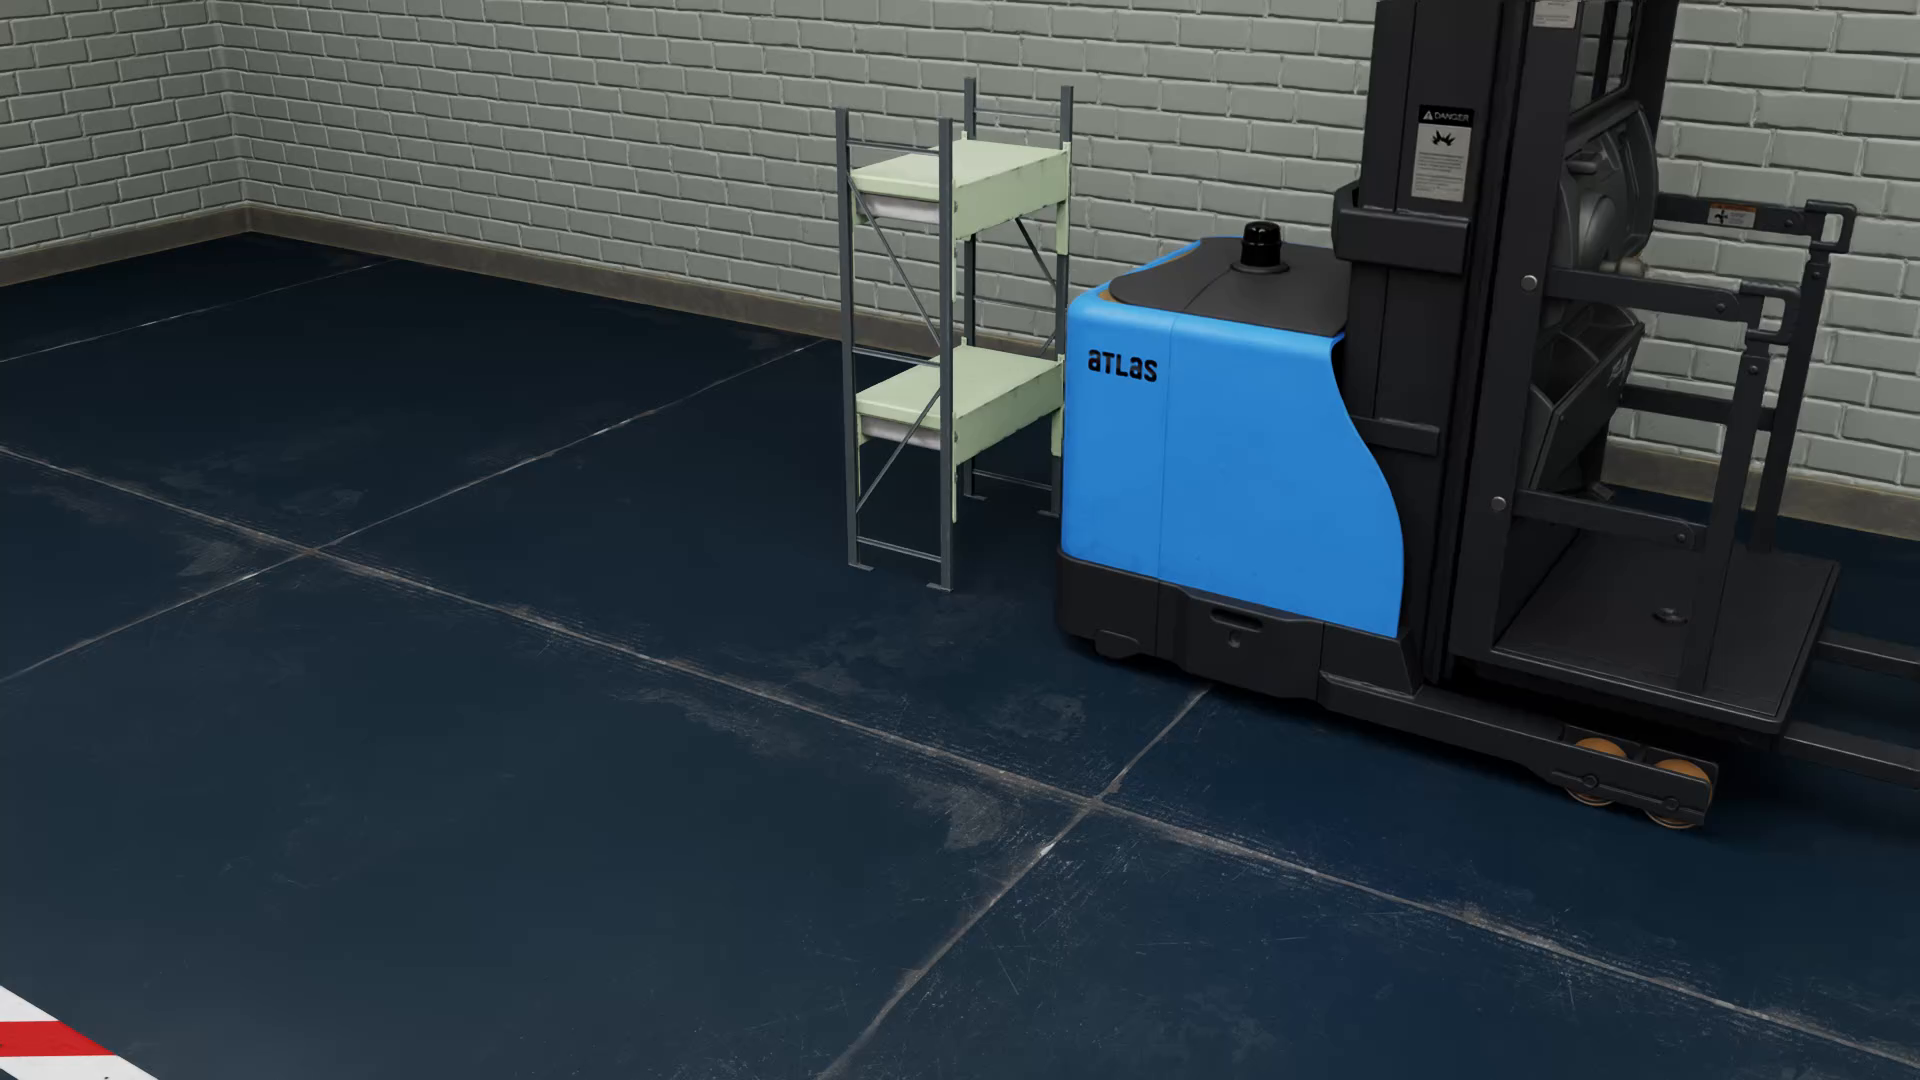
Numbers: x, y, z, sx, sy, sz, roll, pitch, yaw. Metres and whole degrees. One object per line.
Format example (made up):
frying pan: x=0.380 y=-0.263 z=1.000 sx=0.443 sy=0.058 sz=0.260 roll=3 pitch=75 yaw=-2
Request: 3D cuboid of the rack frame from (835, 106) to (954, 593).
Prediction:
rack frame: x=-0.197 y=-0.562 z=5.161 sx=0.400 sy=1.500 sz=0.023 roll=14 pitch=27 yaw=29

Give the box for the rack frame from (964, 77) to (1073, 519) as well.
rack frame: x=0.190 y=-0.810 z=5.732 sx=0.400 sy=1.500 sz=0.023 roll=14 pitch=27 yaw=29

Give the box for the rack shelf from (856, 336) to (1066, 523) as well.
rack shelf: x=-0.004 y=-0.387 z=5.576 sx=0.431 sy=0.370 sz=0.720 roll=14 pitch=27 yaw=29

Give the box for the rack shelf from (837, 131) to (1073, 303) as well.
rack shelf: x=-0.004 y=-1.044 z=5.292 sx=0.431 sy=0.370 sz=0.720 roll=14 pitch=27 yaw=29

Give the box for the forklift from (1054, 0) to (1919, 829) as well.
forklift: x=1.801 y=-0.874 z=4.079 sx=3.031 sy=2.935 sz=1.130 roll=14 pitch=27 yaw=30

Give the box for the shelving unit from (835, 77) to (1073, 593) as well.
shelving unit: x=-0.004 y=-0.686 z=5.447 sx=0.431 sy=1.500 sz=0.755 roll=14 pitch=27 yaw=29
